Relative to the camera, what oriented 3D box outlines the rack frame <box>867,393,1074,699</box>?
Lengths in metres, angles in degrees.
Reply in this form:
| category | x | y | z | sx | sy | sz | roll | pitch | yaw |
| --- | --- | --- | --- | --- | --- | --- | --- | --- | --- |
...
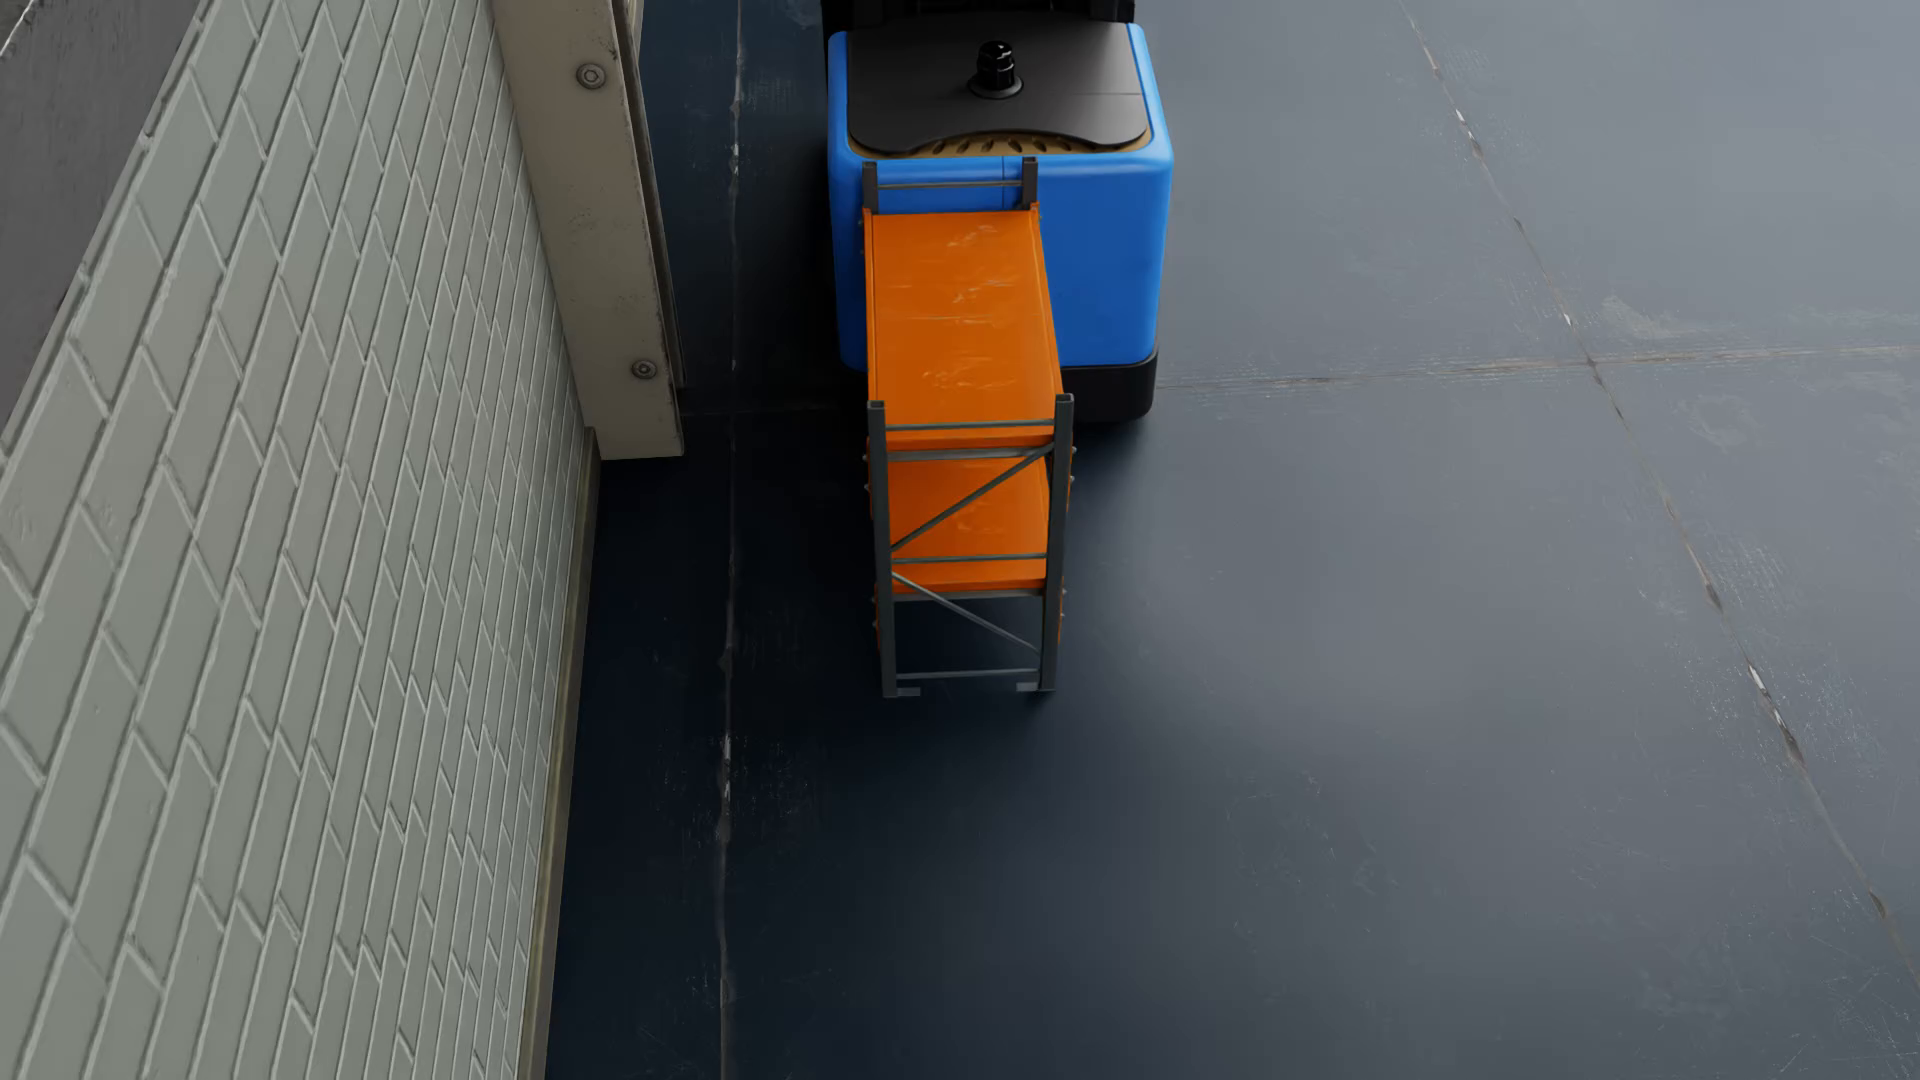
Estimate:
| category | x | y | z | sx | sy | sz | roll | pitch | yaw |
| --- | --- | --- | --- | --- | --- | --- | --- | --- | --- |
| rack frame | 0.025 | 0.051 | 4.427 | 0.500 | 1.125 | 0.032 | -2 | 47 | -2 |

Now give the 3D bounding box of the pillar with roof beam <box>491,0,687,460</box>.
| category | x | y | z | sx | sy | sz | roll | pitch | yaw |
| --- | --- | --- | --- | --- | --- | --- | --- | --- | --- |
| pillar with roof beam | 3.203 | -3.771 | 2.624 | 9.100 | 9.000 | 0.400 | -3 | 47 | -3 |

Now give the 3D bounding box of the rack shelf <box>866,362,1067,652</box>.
| category | x | y | z | sx | sy | sz | roll | pitch | yaw |
| --- | --- | --- | --- | --- | --- | --- | --- | --- | --- |
| rack shelf | -0.001 | -0.149 | 4.953 | 0.538 | 0.278 | 1.000 | -2 | 47 | -2 |

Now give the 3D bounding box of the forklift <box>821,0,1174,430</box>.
| category | x | y | z | sx | sy | sz | roll | pitch | yaw |
| --- | --- | --- | --- | --- | --- | --- | --- | --- | --- |
| forklift | 0.049 | -2.433 | 5.536 | 1.130 | 2.935 | 3.031 | -2 | 47 | -2 |

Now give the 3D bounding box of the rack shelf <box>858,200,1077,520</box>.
| category | x | y | z | sx | sy | sz | roll | pitch | yaw |
| --- | --- | --- | --- | --- | --- | --- | --- | --- | --- |
| rack shelf | -0.001 | -0.518 | 4.563 | 0.538 | 0.278 | 1.000 | -2 | 47 | -2 |

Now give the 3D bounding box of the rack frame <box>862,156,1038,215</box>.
| category | x | y | z | sx | sy | sz | roll | pitch | yaw |
| --- | --- | --- | --- | --- | --- | --- | --- | --- | --- |
| rack frame | -0.028 | -0.686 | 5.125 | 0.500 | 1.125 | 0.032 | -2 | 47 | -2 |

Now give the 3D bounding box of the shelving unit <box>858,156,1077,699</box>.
| category | x | y | z | sx | sy | sz | roll | pitch | yaw |
| --- | --- | --- | --- | --- | --- | --- | --- | --- | --- |
| shelving unit | -0.001 | -0.317 | 4.776 | 0.538 | 1.125 | 1.048 | -2 | 47 | -2 |
